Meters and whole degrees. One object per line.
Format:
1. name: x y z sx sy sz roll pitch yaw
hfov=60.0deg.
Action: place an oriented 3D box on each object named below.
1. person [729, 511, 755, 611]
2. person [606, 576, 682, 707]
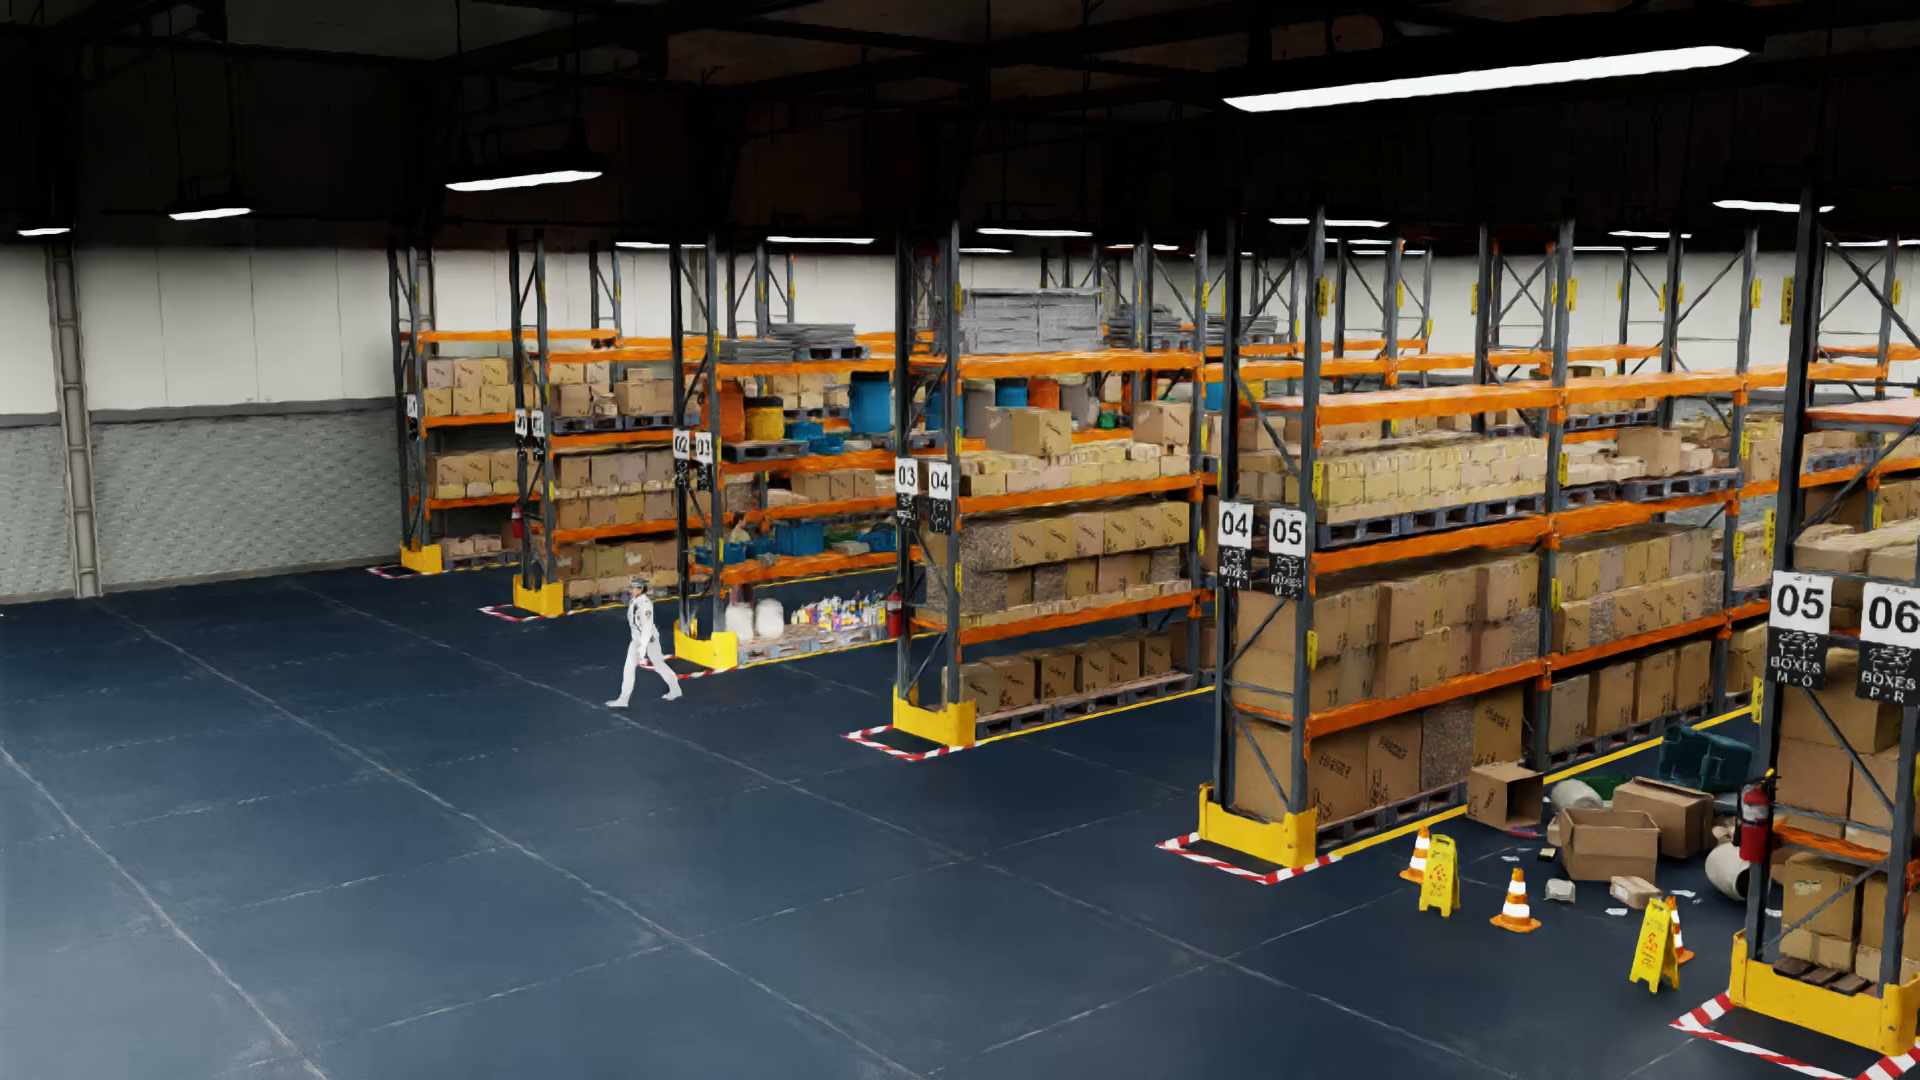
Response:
1. person: -3.346 0.390 25.673 0.432 1.677 0.499 3 9 19
2. person: -3.883 1.230 20.426 0.987 1.625 0.502 -8 12 -40
